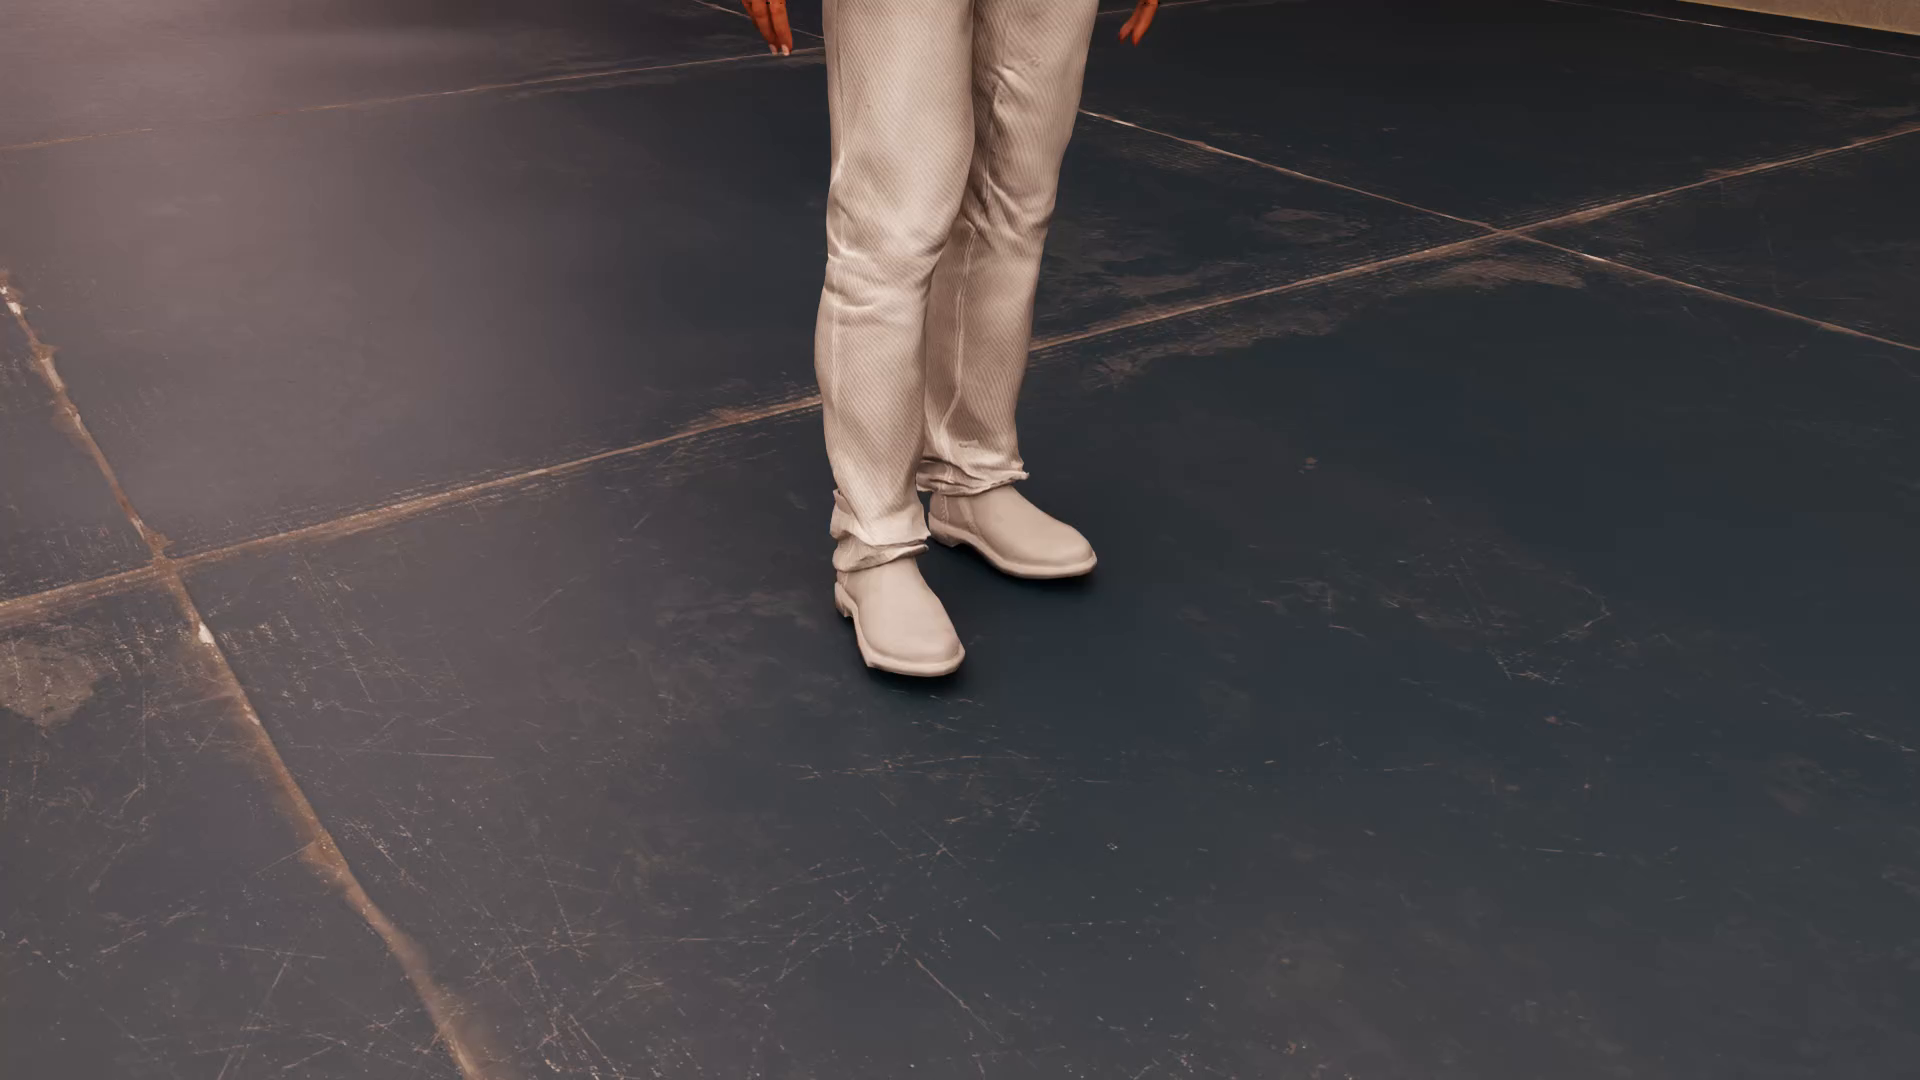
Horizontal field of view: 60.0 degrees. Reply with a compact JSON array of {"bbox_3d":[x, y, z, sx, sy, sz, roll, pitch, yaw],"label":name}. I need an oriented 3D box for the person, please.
[{"bbox_3d":[0.036,-0.769,2.047,0.666,1.768,0.575,-17,31,-31],"label":"person"}]
